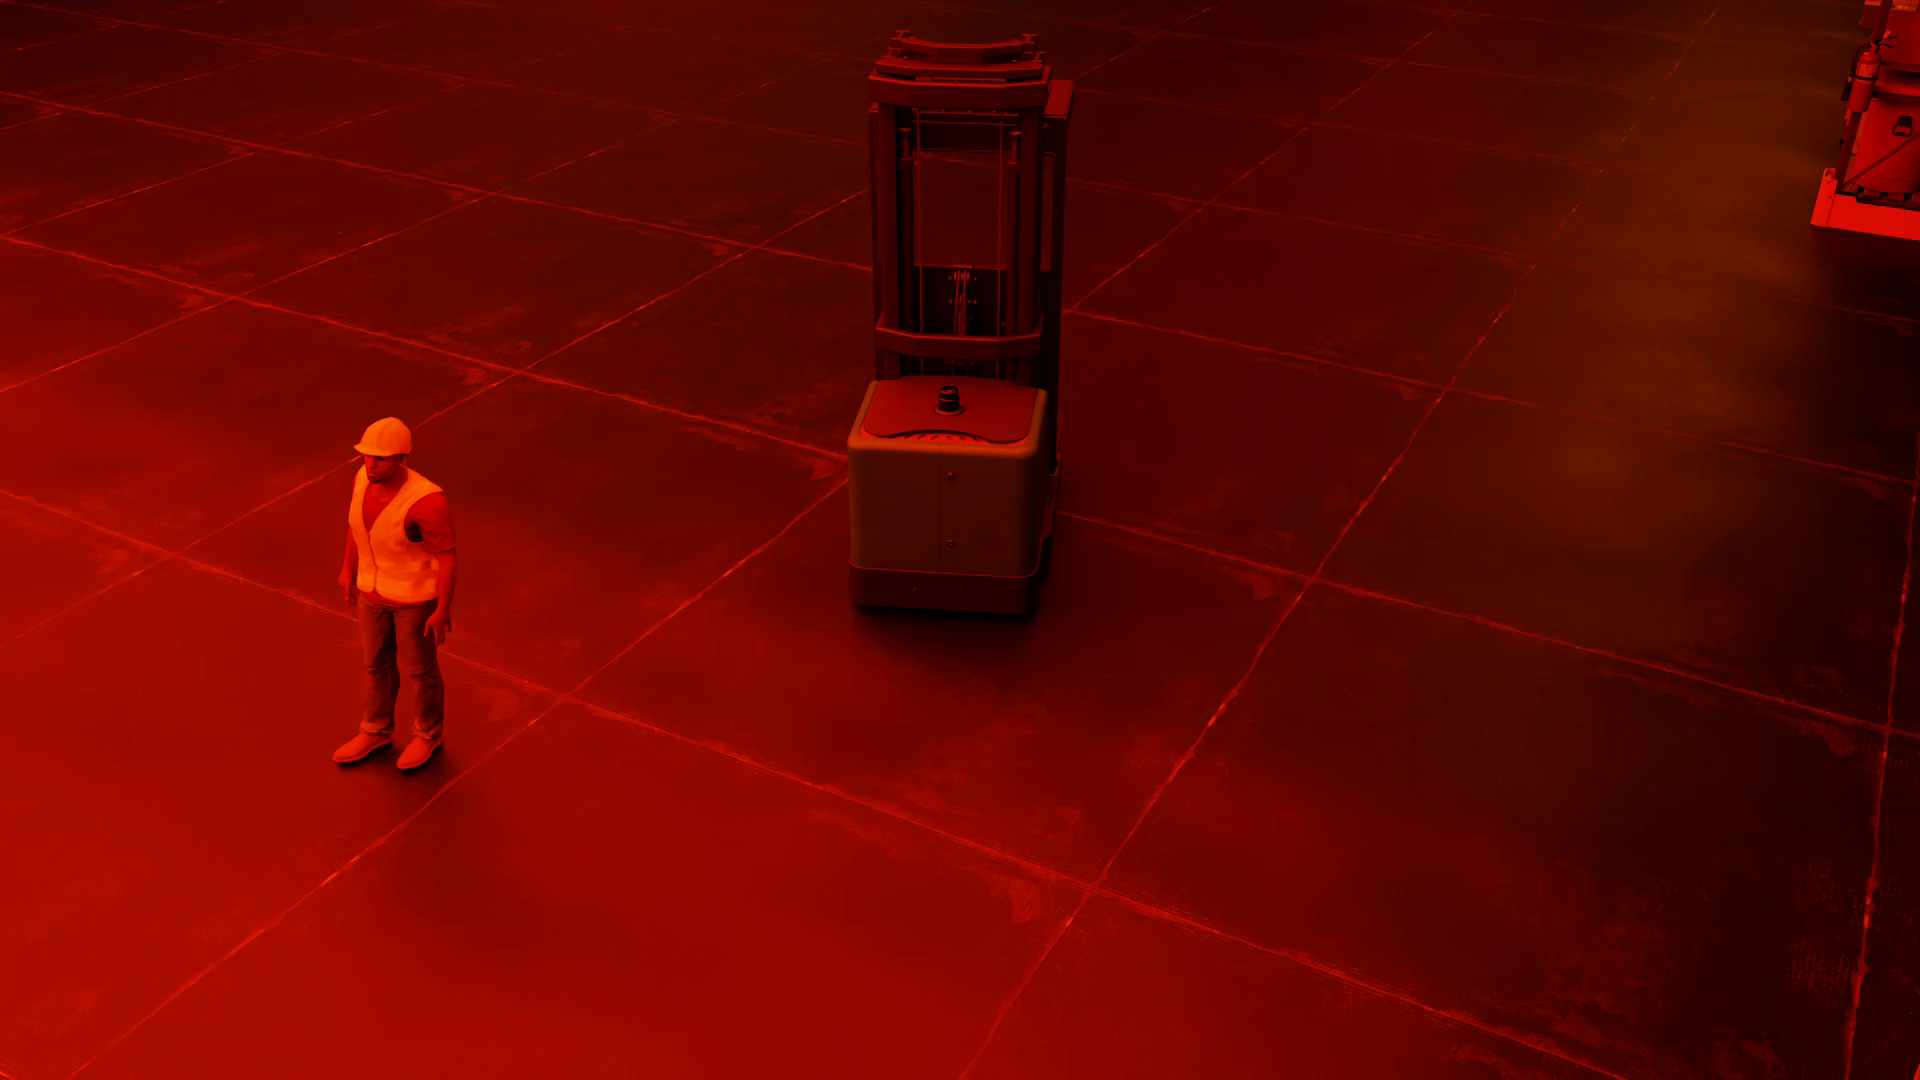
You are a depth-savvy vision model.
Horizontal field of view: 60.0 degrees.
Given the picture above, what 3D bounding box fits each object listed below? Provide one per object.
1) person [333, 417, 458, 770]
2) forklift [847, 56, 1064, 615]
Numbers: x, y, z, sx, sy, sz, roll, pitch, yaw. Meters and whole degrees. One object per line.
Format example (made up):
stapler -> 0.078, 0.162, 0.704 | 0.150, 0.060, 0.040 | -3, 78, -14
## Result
person -> -2.663, 0.274, 7.746 | 0.666, 1.765, 0.577 | 16, 33, 25
forklift -> 0.007, -1.262, 9.346 | 1.129, 2.843, 1.939 | 3, 30, 6
